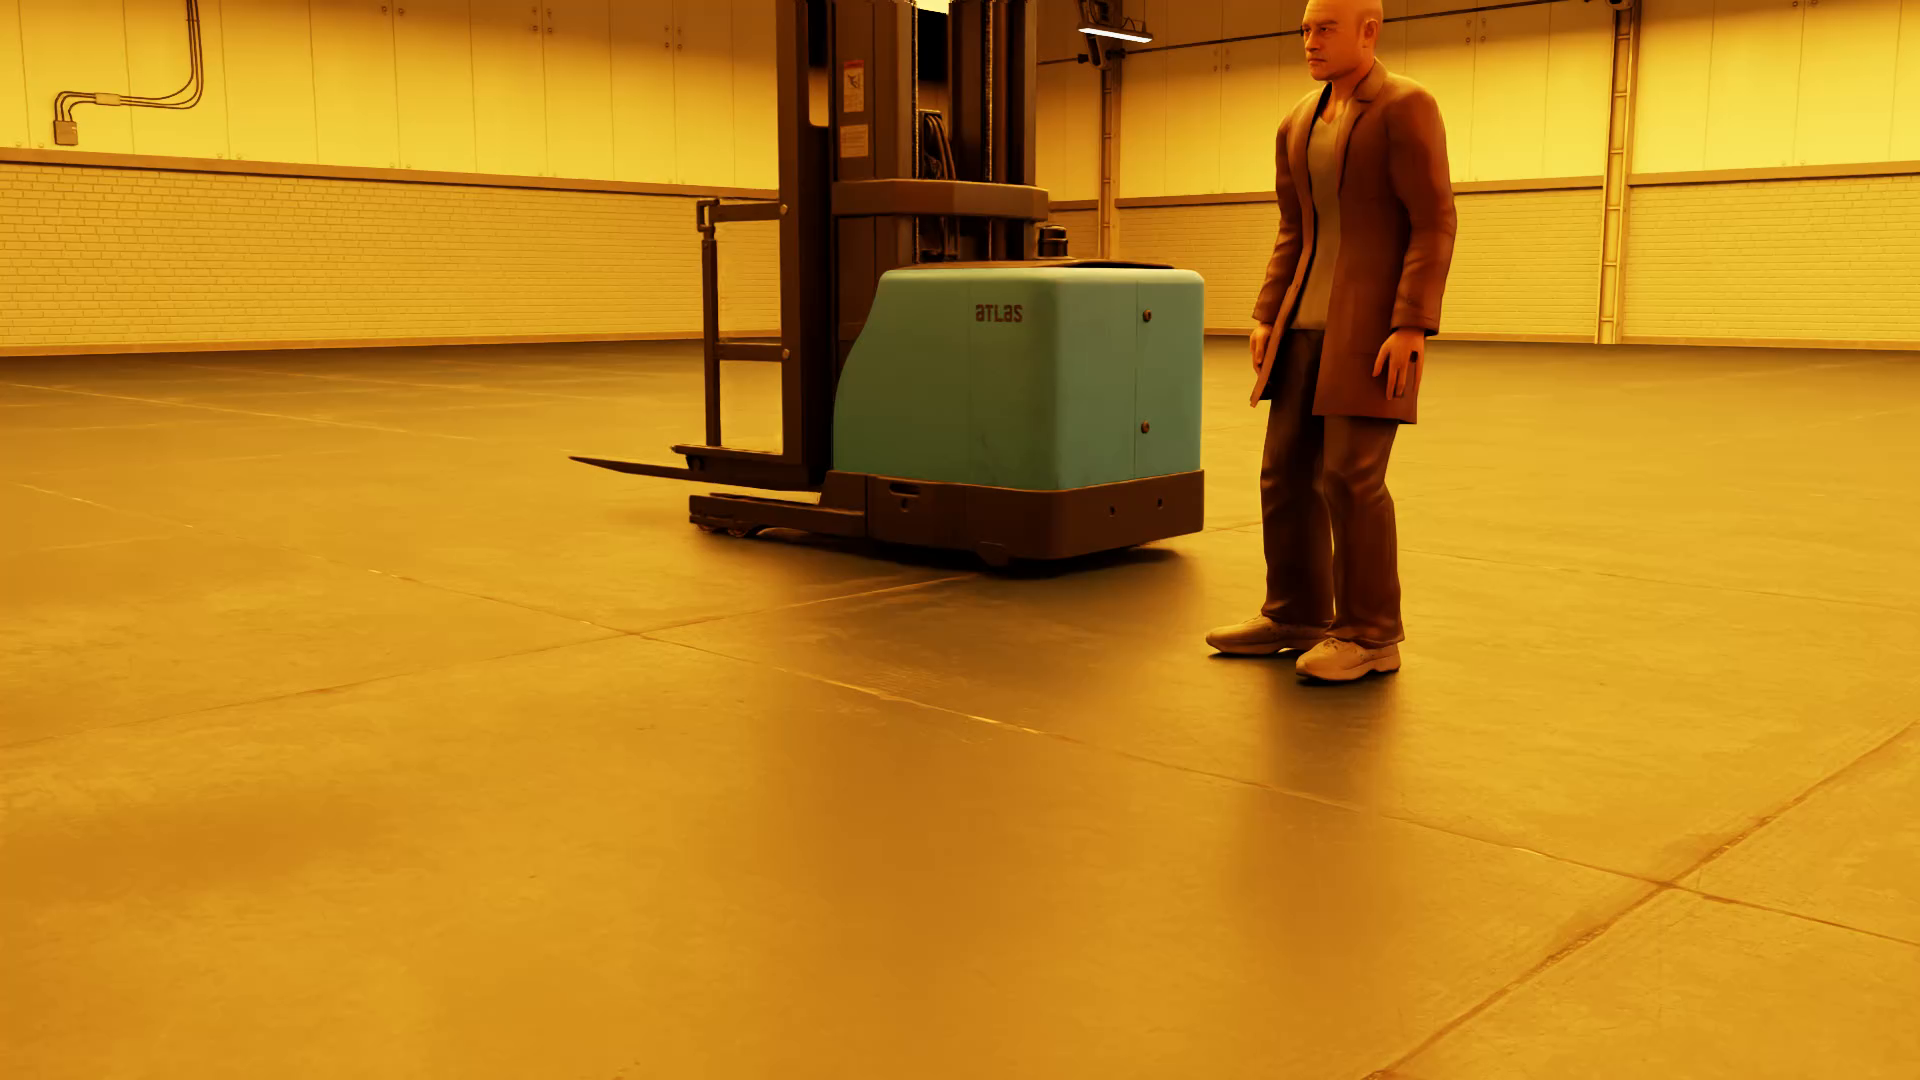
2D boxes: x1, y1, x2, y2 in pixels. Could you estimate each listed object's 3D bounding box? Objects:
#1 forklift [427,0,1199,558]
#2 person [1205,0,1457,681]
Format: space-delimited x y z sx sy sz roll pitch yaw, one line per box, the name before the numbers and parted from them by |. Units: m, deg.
forklift | -0.576 -1.458 6.557 3.031 2.935 1.130 1 9 7
person | 0.993 -0.538 4.331 0.425 1.773 0.653 -5 10 -28
